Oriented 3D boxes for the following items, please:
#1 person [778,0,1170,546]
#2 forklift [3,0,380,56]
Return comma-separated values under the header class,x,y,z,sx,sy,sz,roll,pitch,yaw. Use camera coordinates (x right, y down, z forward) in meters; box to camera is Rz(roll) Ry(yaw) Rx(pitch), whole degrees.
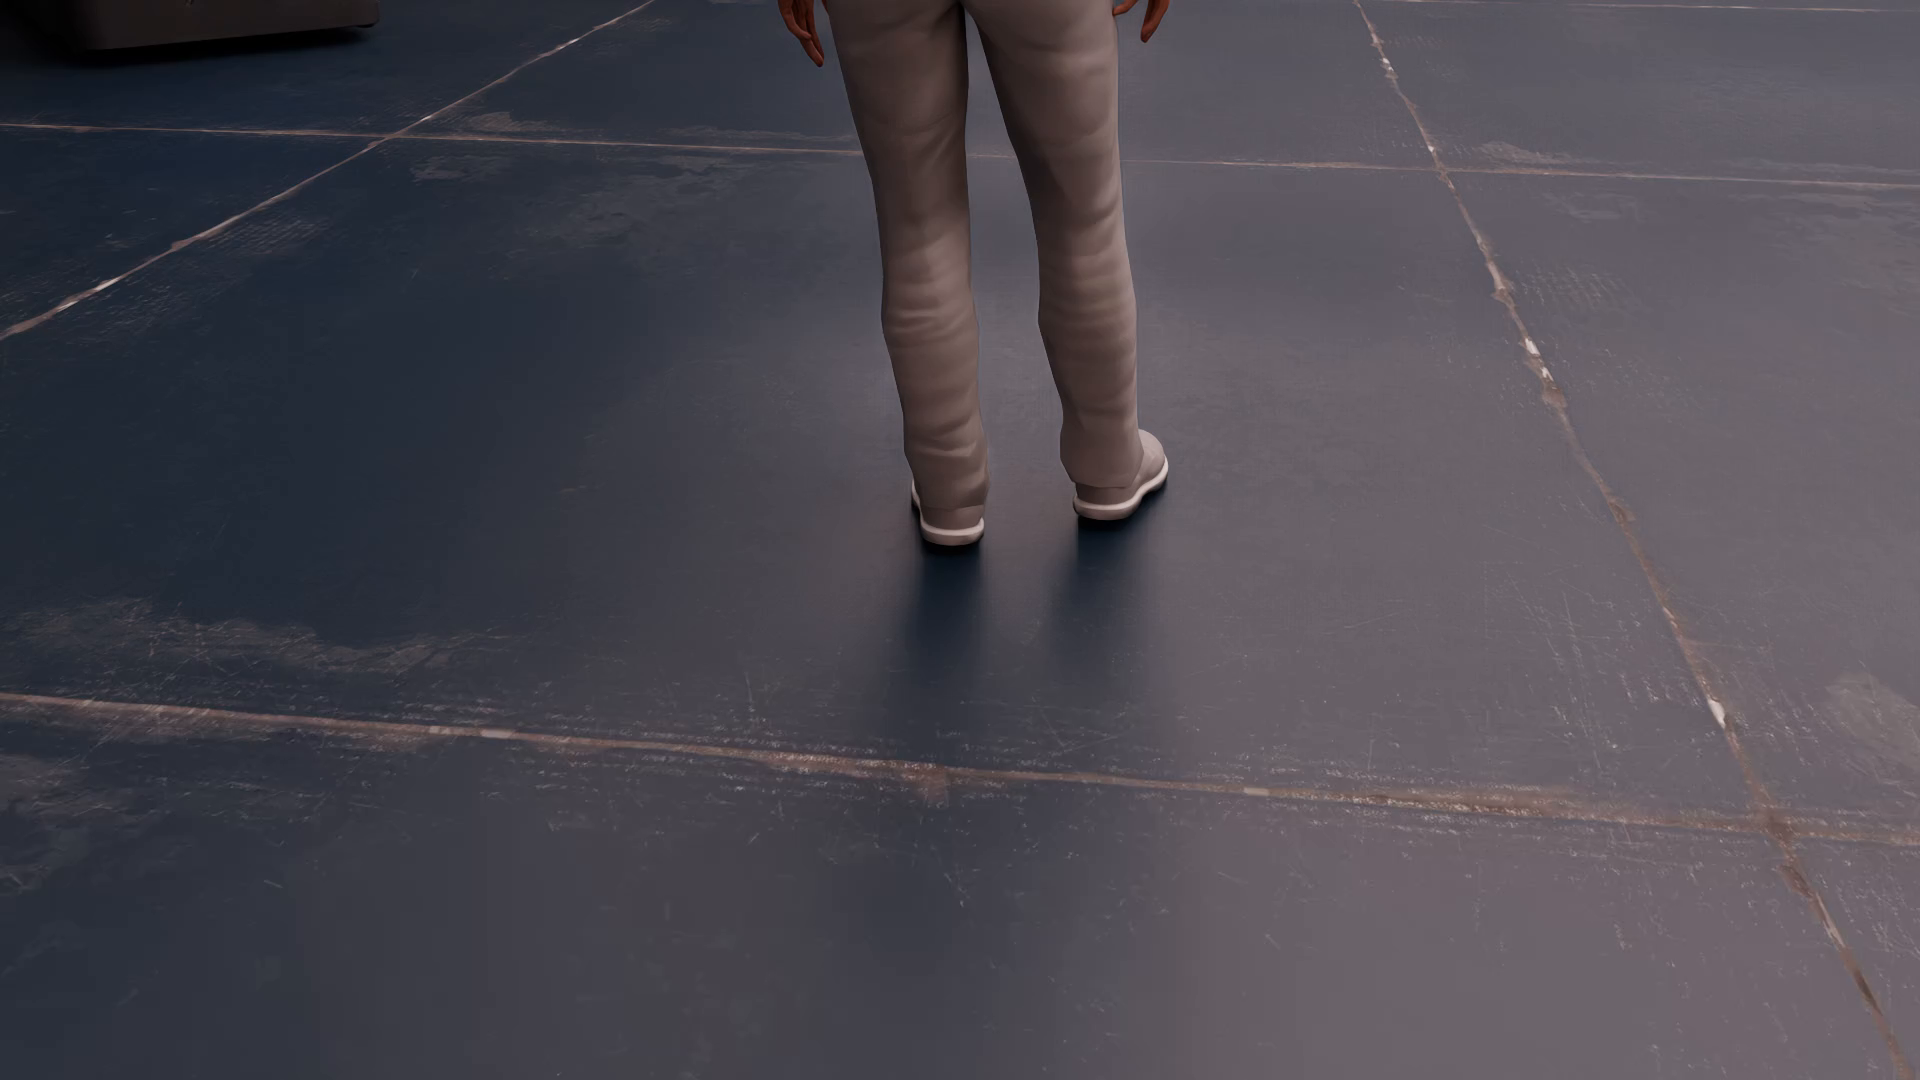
class,x,y,z,sx,sy,sz,roll,pitch,yaw
person,0.030,-0.796,2.182,0.569,1.695,0.530,3,27,7
forklift,-3.426,-3.600,6.434,1.130,2.935,3.031,-17,31,-30
